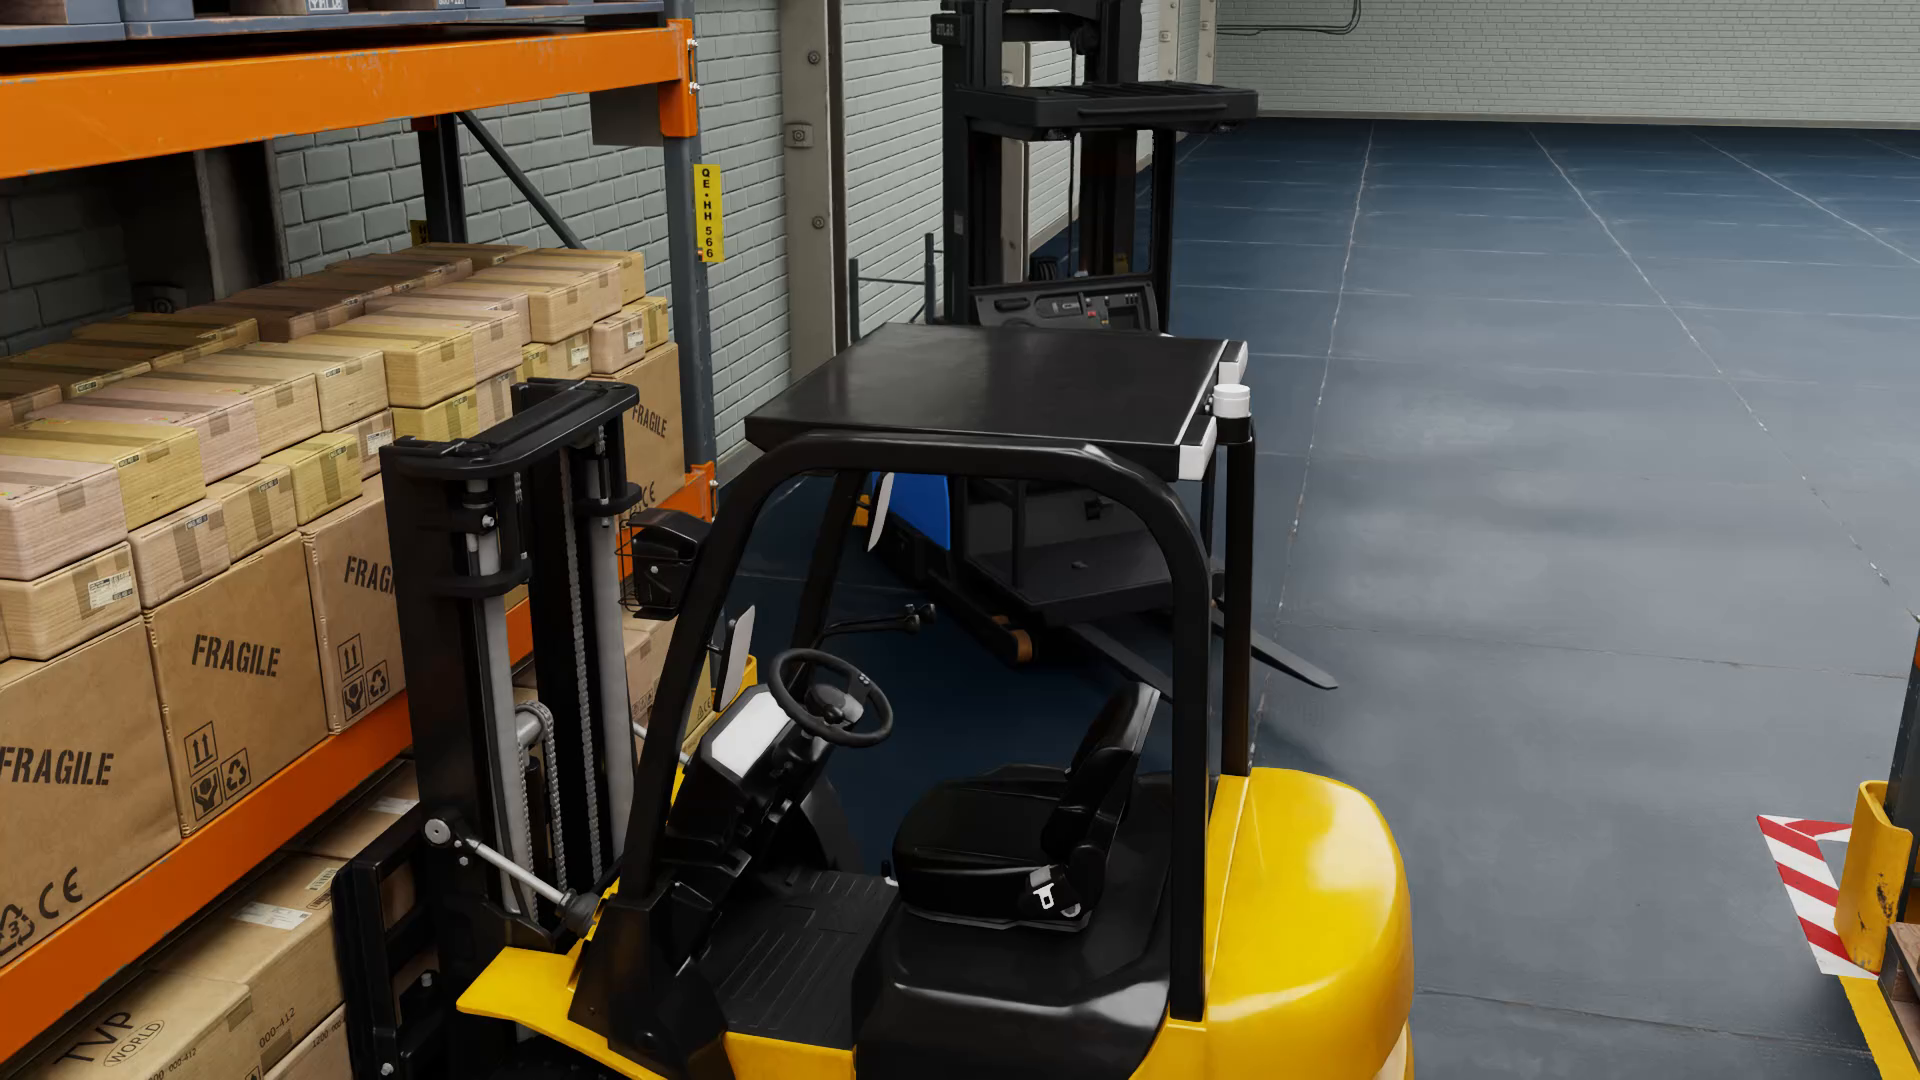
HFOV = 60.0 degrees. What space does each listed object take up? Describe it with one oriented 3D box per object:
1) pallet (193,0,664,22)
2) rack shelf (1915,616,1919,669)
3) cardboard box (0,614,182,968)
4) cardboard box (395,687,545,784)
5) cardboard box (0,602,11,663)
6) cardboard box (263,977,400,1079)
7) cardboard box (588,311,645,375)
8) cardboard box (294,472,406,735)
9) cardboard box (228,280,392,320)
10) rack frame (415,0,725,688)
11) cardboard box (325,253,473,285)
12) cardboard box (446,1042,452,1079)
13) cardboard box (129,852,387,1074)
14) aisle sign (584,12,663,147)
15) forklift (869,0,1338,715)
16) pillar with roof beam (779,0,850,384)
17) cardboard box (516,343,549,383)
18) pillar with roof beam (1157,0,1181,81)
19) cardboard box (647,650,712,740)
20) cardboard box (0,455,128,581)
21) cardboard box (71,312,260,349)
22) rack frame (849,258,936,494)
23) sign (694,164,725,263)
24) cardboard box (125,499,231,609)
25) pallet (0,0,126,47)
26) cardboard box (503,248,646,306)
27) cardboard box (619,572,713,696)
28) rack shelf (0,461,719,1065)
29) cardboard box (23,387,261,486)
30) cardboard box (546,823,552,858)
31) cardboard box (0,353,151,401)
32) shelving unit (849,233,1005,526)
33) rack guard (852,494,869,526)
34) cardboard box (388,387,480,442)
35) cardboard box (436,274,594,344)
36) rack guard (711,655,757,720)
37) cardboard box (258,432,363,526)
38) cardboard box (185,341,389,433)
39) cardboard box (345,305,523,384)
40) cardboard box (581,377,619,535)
[{"bbox_3d":[-1.571,-1.647,4.866,1.003,0.211,1.213,5,19,13],"label":"pallet"},{"bbox_3d":[2.953,0.869,3.116,1.077,0.370,4.000,5,19,13],"label":"rack shelf"},{"bbox_3d":[-1.878,0.434,3.121,0.500,0.500,0.500,5,19,14],"label":"cardboard box"},{"bbox_3d":[-1.416,0.628,4.764,0.500,0.250,0.500,5,19,14],"label":"cardboard box"},{"bbox_3d":[-1.919,0.166,2.903,0.380,0.149,0.250,5,19,13],"label":"cardboard box"},{"bbox_3d":[-1.678,1.188,3.898,0.500,0.250,0.500,4,19,13],"label":"cardboard box"},{"bbox_3d":[-1.220,-0.630,5.234,0.380,0.149,0.250,5,19,14],"label":"cardboard box"},{"bbox_3d":[-1.611,0.119,4.043,0.500,0.500,0.500,5,19,14],"label":"cardboard box"},{"bbox_3d":[-1.885,-0.656,4.850,0.380,0.149,0.250,5,19,14],"label":"cardboard box"},{"bbox_3d":[-1.373,-0.489,5.979,1.000,3.000,0.127,5,19,13],"label":"rack frame"},{"bbox_3d":[-1.788,-0.817,5.322,0.380,0.149,0.250,5,20,15],"label":"cardboard box"},{"bbox_3d":[-1.548,1.261,4.459,0.500,0.250,0.500,5,20,15],"label":"cardboard box"},{"bbox_3d":[-1.683,0.951,3.821,0.500,0.250,0.500,5,20,15],"label":"cardboard box"},{"bbox_3d":[-1.072,-1.717,5.551,0.394,0.787,0.004,5,19,13],"label":"aisle sign"},{"bbox_3d":[0.594,-0.978,7.517,1.130,2.935,3.031,-9,21,-24],"label":"forklift"},{"bbox_3d":[3.223,-4.722,9.089,9.100,9.000,0.400,5,19,13],"label":"pillar with roof beam"},{"bbox_3d":[-1.414,-0.477,4.785,0.380,0.149,0.250,5,19,13],"label":"cardboard box"},{"bbox_3d":[7.621,-10.364,25.607,9.100,9.000,0.400,5,19,13],"label":"pillar with roof beam"},{"bbox_3d":[-1.189,0.554,5.756,0.500,0.250,0.500,4,19,13],"label":"cardboard box"},{"bbox_3d":[-1.792,-0.049,3.073,0.380,0.149,0.250,5,20,15],"label":"cardboard box"},{"bbox_3d":[-2.084,-0.497,4.384,0.380,0.149,0.250,4,19,12],"label":"cardboard box"},{"bbox_3d":[-0.367,-0.782,9.157,0.500,1.500,0.032,8,20,22],"label":"rack frame"},{"bbox_3d":[-0.850,-1.102,5.616,0.100,0.325,0.005,5,19,13],"label":"sign"},{"bbox_3d":[-1.721,0.012,3.352,0.380,0.149,0.250,4,19,13],"label":"cardboard box"},{"bbox_3d":[-2.167,-0.882,2.627,1.003,0.211,1.213,5,19,13],"label":"pallet"},{"bbox_3d":[-1.256,-0.855,5.433,0.380,0.149,0.250,5,19,14],"label":"cardboard box"},{"bbox_3d":[-1.183,0.309,5.699,0.500,0.250,0.500,5,20,15],"label":"cardboard box"},{"bbox_3d":[-1.862,0.478,4.260,1.077,0.370,4.000,5,19,13],"label":"rack shelf"},{"bbox_3d":[-1.747,-0.217,3.564,0.380,0.149,0.250,5,19,13],"label":"cardboard box"},{"bbox_3d":[-1.428,0.874,4.820,0.500,0.250,0.500,4,19,12],"label":"cardboard box"},{"bbox_3d":[-2.129,-0.330,3.895,0.380,0.149,0.250,5,20,15],"label":"cardboard box"},{"bbox_3d":[-0.173,-0.931,9.593,0.587,1.500,1.083,8,20,22],"label":"shelving unit"},{"bbox_3d":[-0.367,-0.191,9.360,0.587,0.250,0.087,8,20,22],"label":"rack guard"},{"bbox_3d":[-1.476,-0.309,4.292,0.380,0.149,0.250,5,19,14],"label":"cardboard box"},{"bbox_3d":[-1.324,-0.691,4.953,0.380,0.149,0.250,5,20,15],"label":"cardboard box"},{"bbox_3d":[-1.367,0.686,6.405,1.175,0.500,0.348,5,19,13],"label":"rack guard"},{"bbox_3d":[-1.620,-0.152,3.834,0.380,0.149,0.250,4,19,12],"label":"cardboard box"},{"bbox_3d":[-1.625,-0.374,4.024,0.380,0.149,0.250,5,19,14],"label":"cardboard box"},{"bbox_3d":[-1.413,-0.529,4.477,0.380,0.149,0.250,5,20,15],"label":"cardboard box"},{"bbox_3d":[-1.374,-0.200,4.977,0.500,0.500,0.500,5,20,15],"label":"cardboard box"}]
